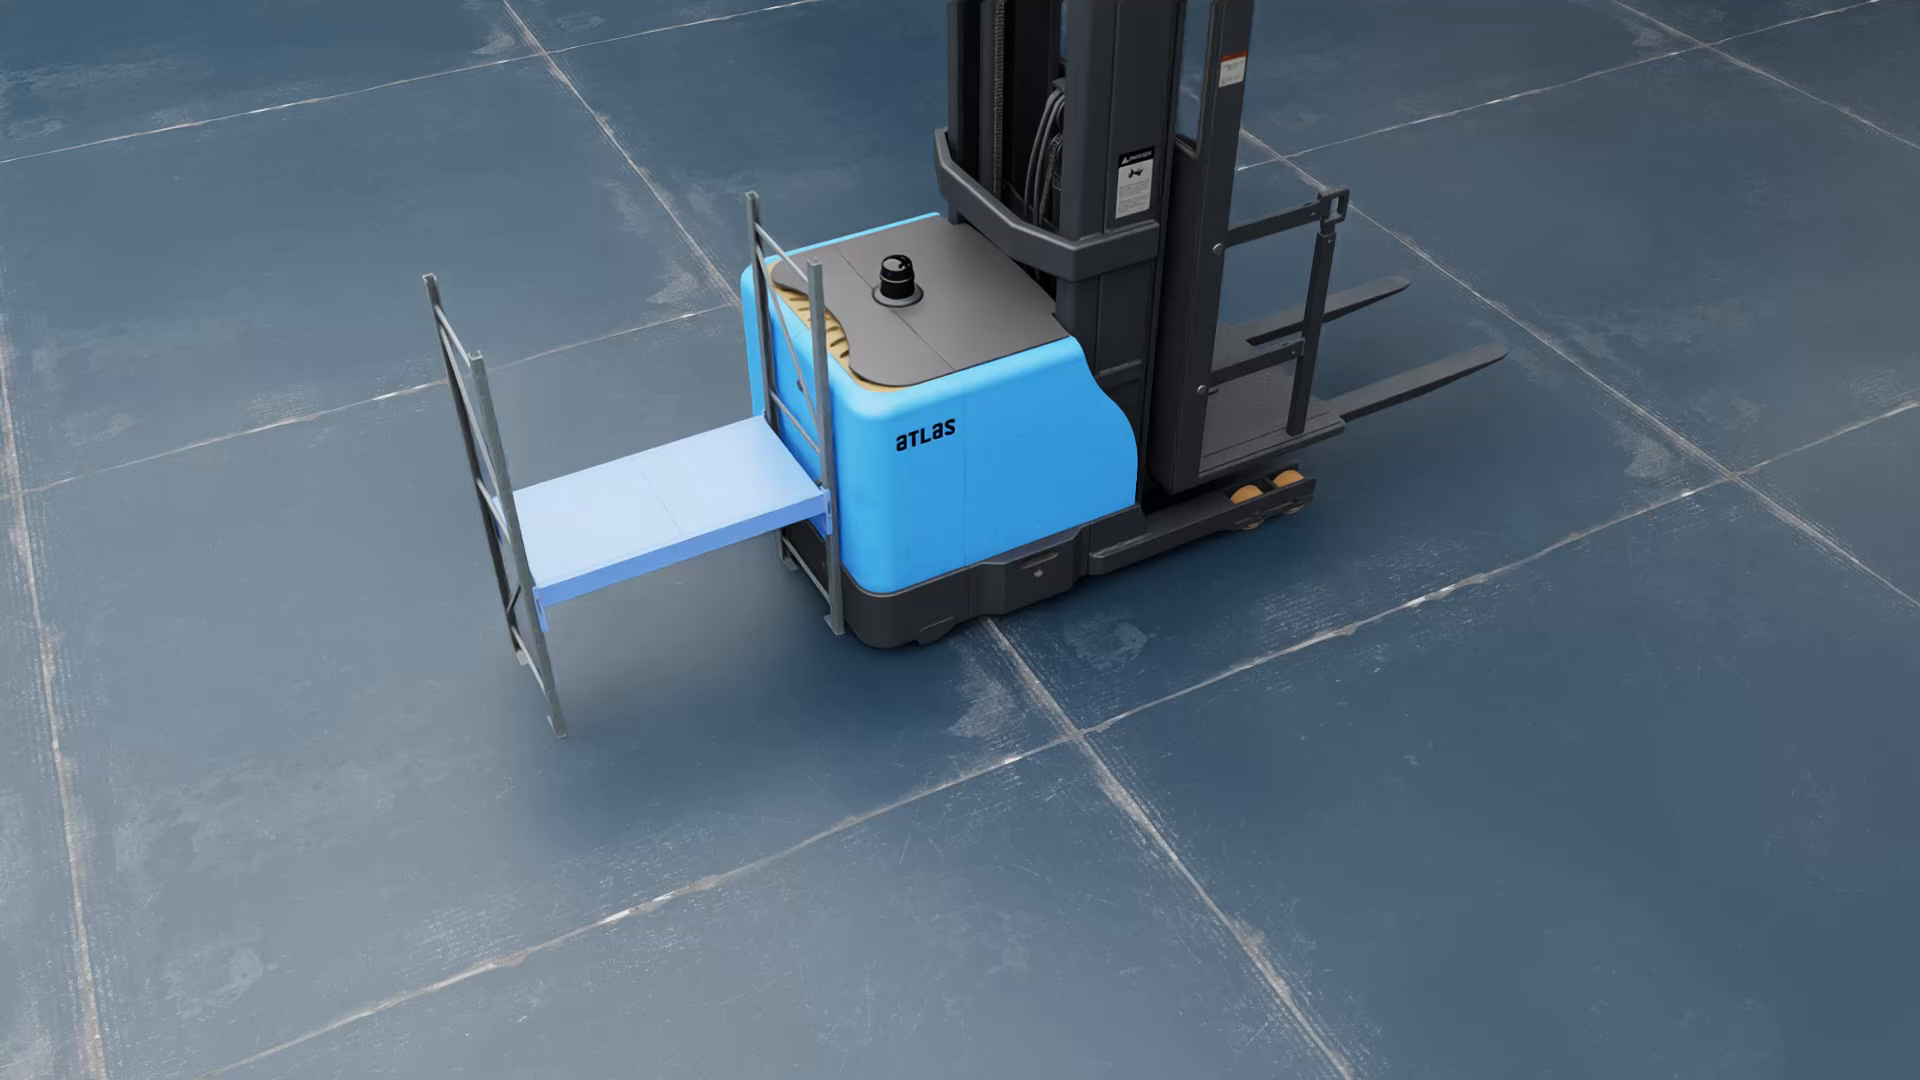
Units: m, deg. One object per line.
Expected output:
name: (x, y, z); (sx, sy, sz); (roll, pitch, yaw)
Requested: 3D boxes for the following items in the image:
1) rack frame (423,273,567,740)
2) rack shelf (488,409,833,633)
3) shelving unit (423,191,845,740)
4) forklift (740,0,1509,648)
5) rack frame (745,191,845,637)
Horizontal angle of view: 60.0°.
rack frame: (-1.430, -0.060, 5.160); (0.032, 1.500, 0.500); (-20, 44, -22)
rack shelf: (-0.985, -0.082, 5.464); (1.000, 0.185, 0.538); (-20, 44, -22)
shelving unit: (-0.985, -0.219, 5.348); (1.048, 1.500, 0.538); (-20, 44, -22)
forklift: (0.770, -1.438, 5.680); (3.031, 2.935, 1.130); (-20, 44, -22)
rack frame: (-0.540, -0.378, 5.536); (0.032, 1.500, 0.500); (-20, 44, -22)
